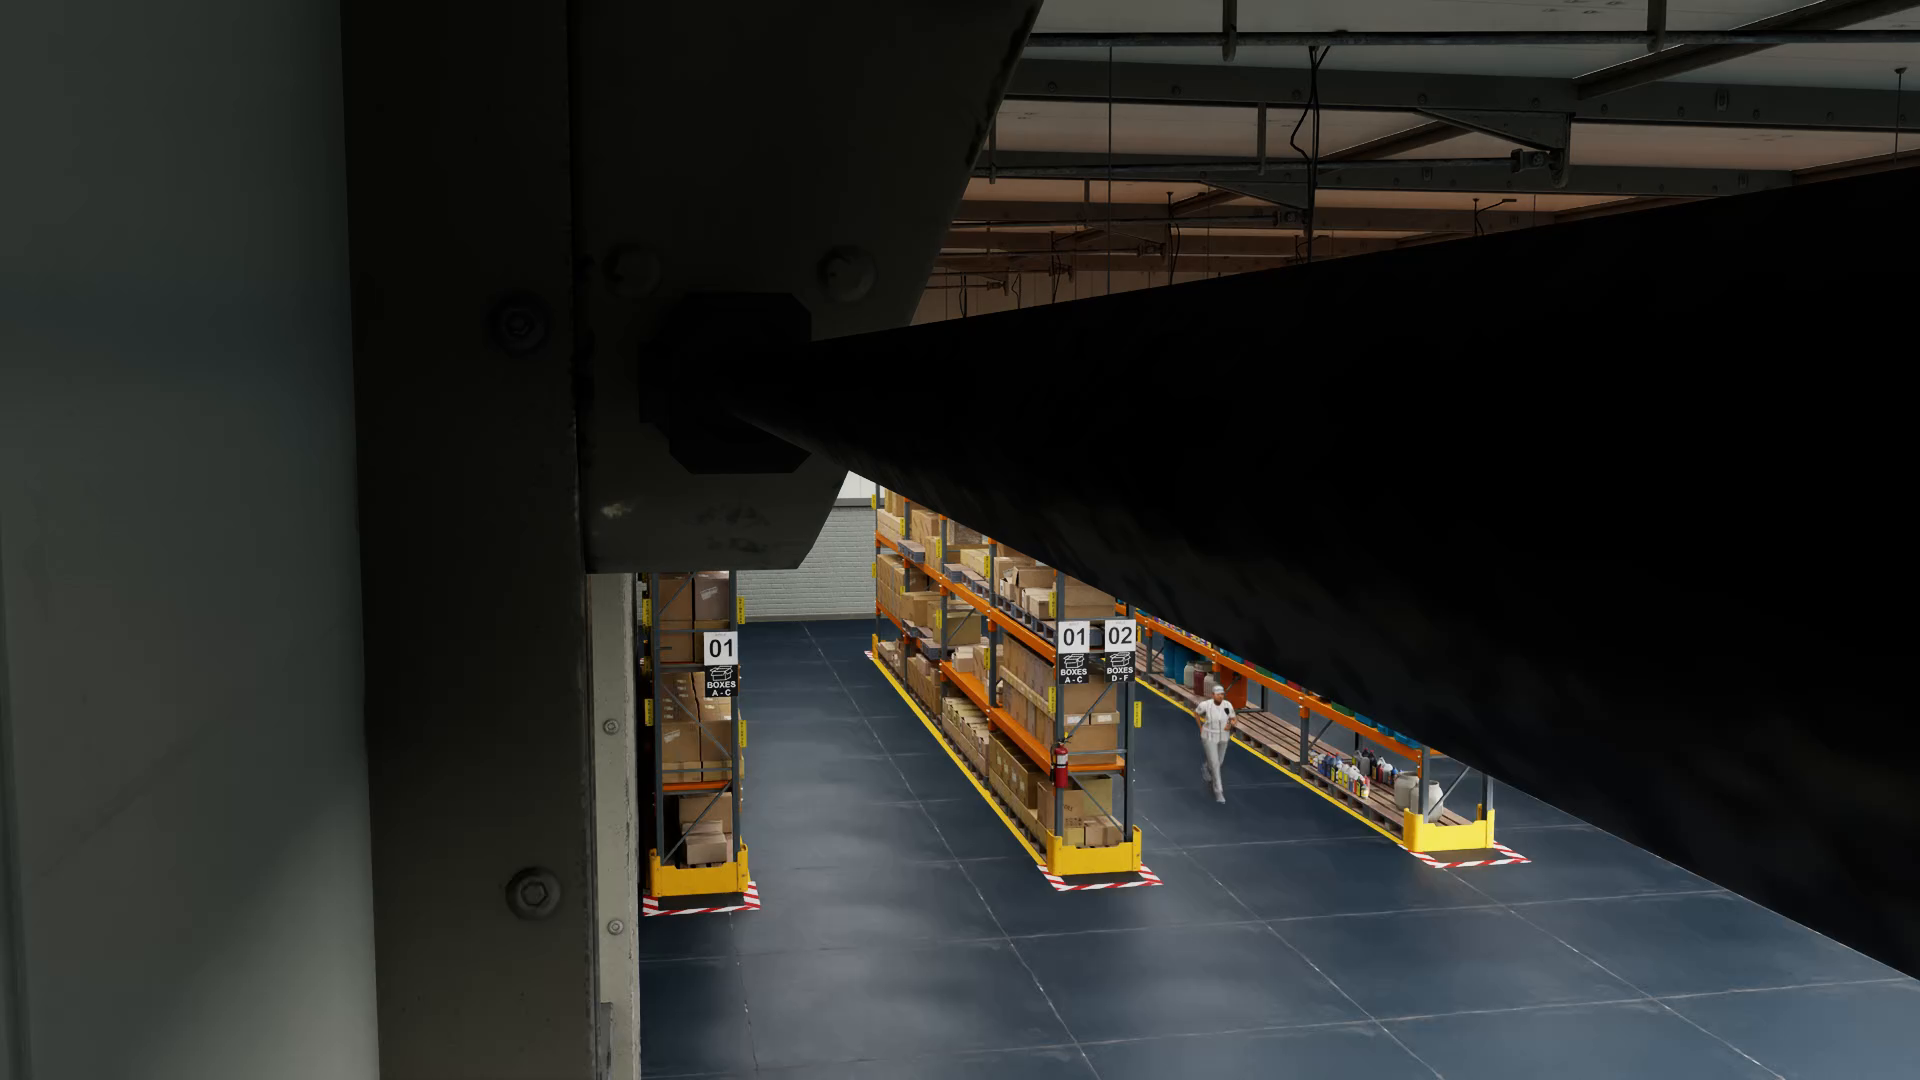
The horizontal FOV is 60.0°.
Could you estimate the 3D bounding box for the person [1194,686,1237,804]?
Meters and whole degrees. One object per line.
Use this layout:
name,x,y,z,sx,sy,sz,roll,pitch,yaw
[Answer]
person,3.808,2.990,24.756,0.562,1.711,1.049,-2,6,-18
